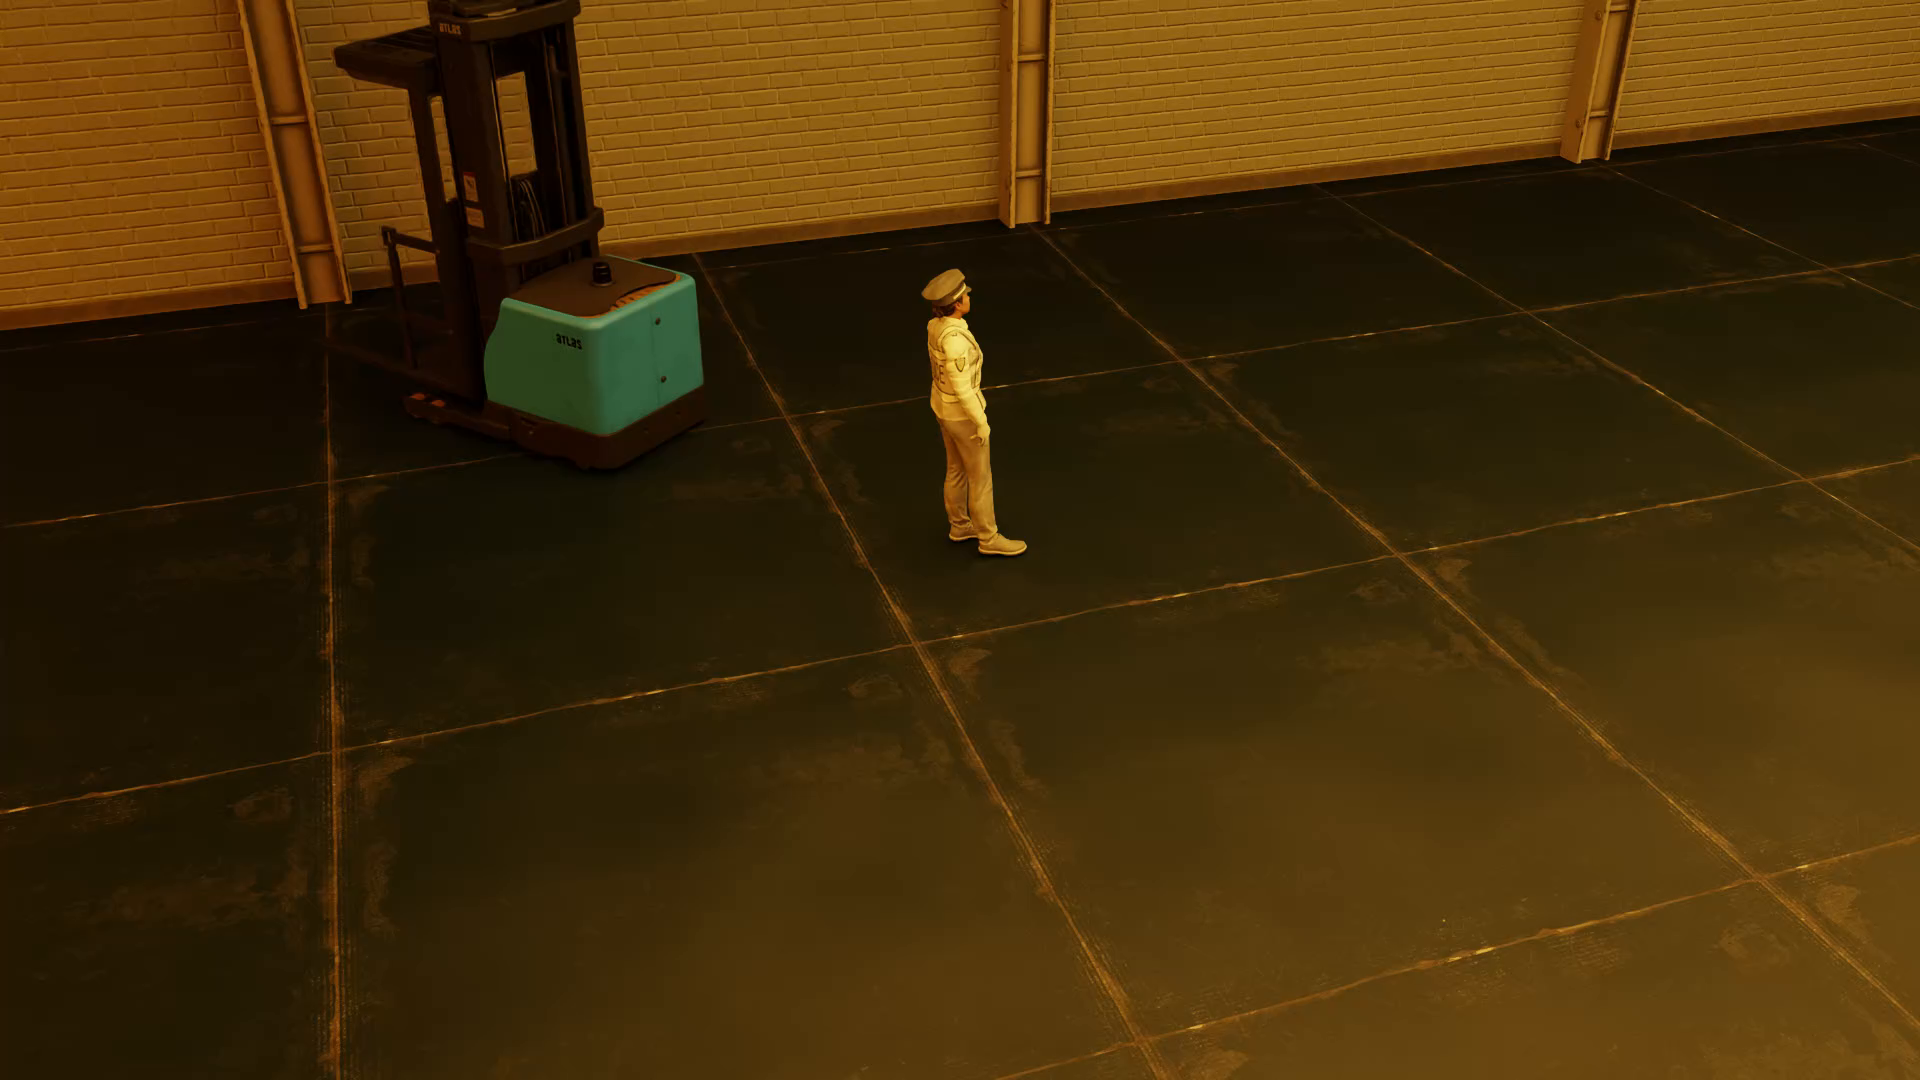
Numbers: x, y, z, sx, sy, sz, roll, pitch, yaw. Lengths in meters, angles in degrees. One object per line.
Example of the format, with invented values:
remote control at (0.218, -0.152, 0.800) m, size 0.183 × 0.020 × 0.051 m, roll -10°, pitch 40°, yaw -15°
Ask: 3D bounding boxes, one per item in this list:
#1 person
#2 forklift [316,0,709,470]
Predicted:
person at (0.065, -0.748, 9.613) m, size 0.533 × 1.696 × 0.588 m, roll -10°, pitch 31°, yaw -16°
forklift at (-3.237, -2.266, 11.025) m, size 3.031 × 2.935 × 1.130 m, roll 18°, pitch 34°, yaw 28°
